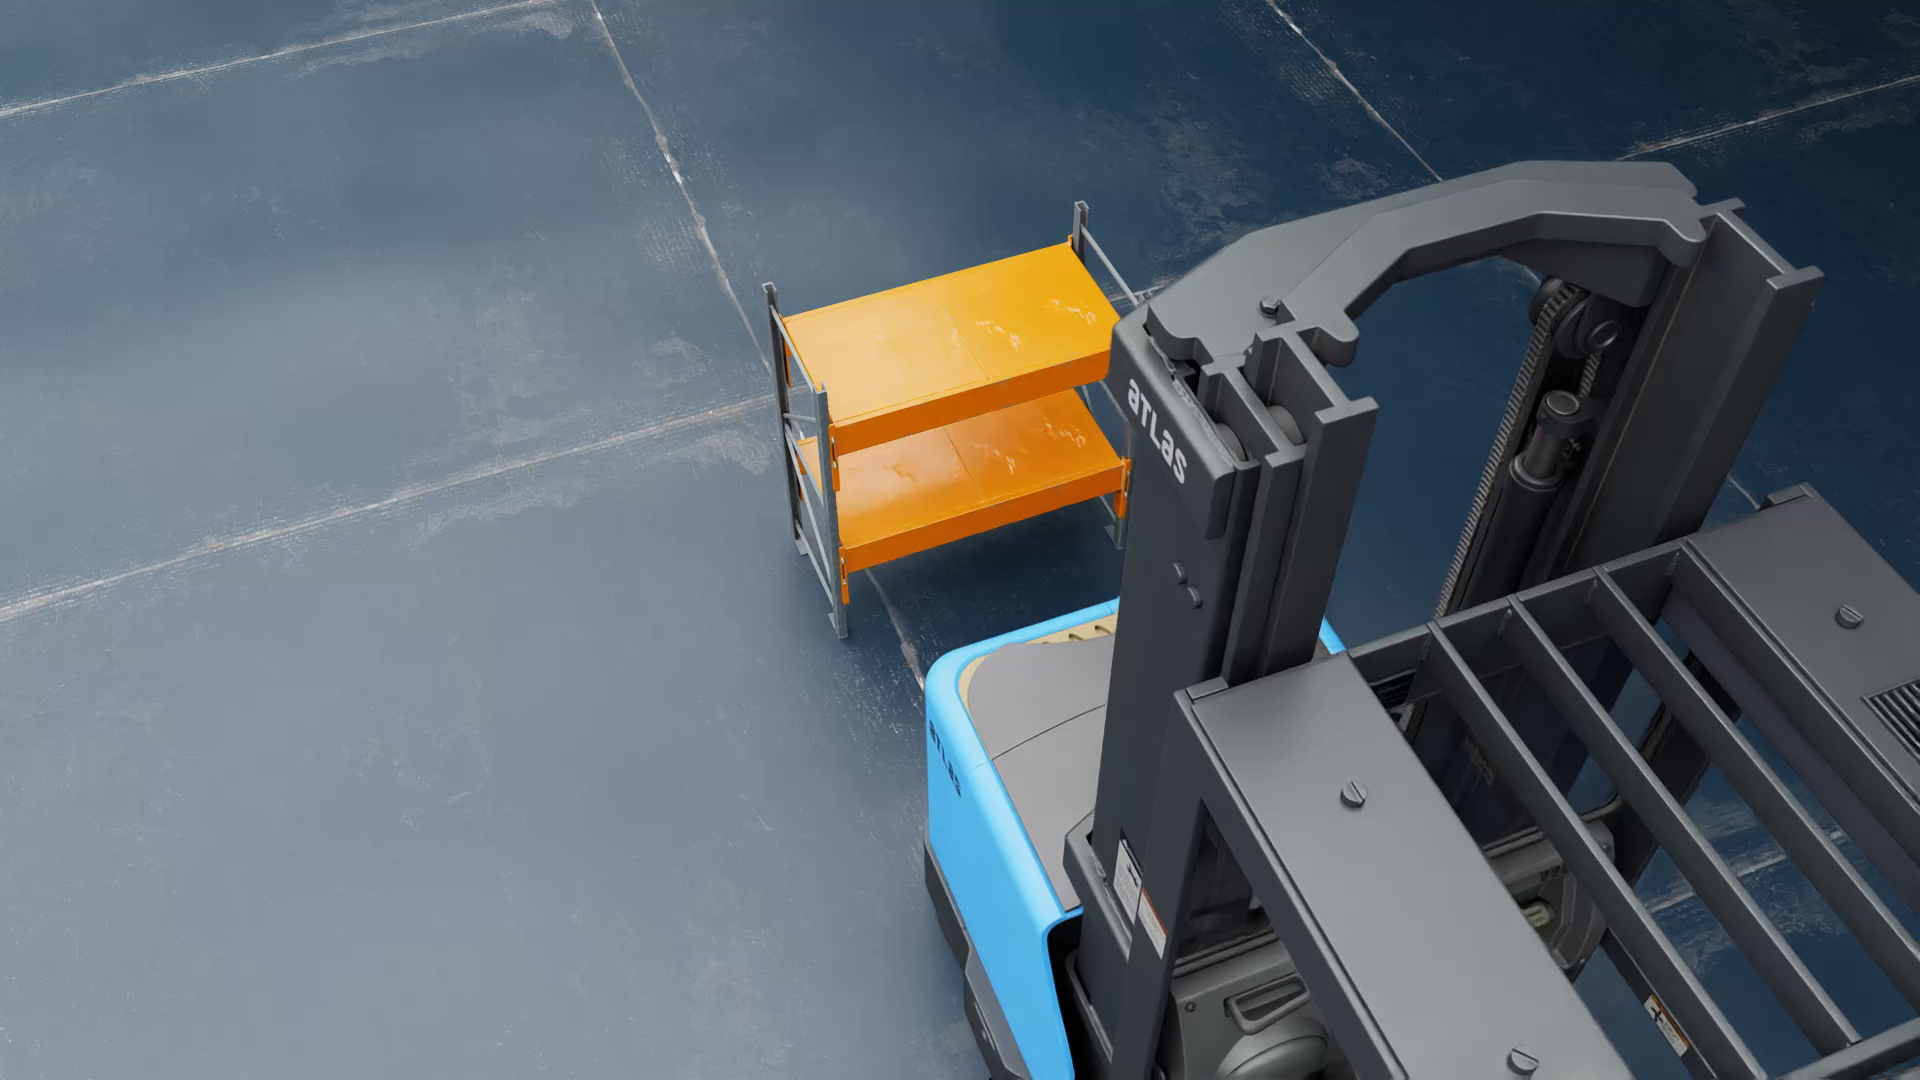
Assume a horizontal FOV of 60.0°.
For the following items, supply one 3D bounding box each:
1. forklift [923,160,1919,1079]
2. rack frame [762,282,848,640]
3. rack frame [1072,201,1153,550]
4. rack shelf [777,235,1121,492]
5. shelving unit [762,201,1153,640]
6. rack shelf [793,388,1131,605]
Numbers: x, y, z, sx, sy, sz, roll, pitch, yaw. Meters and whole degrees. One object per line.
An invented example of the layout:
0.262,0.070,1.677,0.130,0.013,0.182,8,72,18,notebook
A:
0.909,0.945,3.007,1.130,2.935,3.031,-17,51,-14,forklift
-0.477,-0.219,5.196,0.032,1.125,0.500,-17,52,-14,rack frame
0.464,-0.510,5.447,0.032,1.125,0.500,-17,52,-14,rack frame
-0.006,-0.555,5.100,1.000,0.278,0.538,-17,52,-14,rack shelf
-0.006,-0.365,5.322,1.048,1.125,0.538,-17,52,-14,shelving unit
-0.006,-0.205,5.507,1.000,0.278,0.538,-17,52,-14,rack shelf
